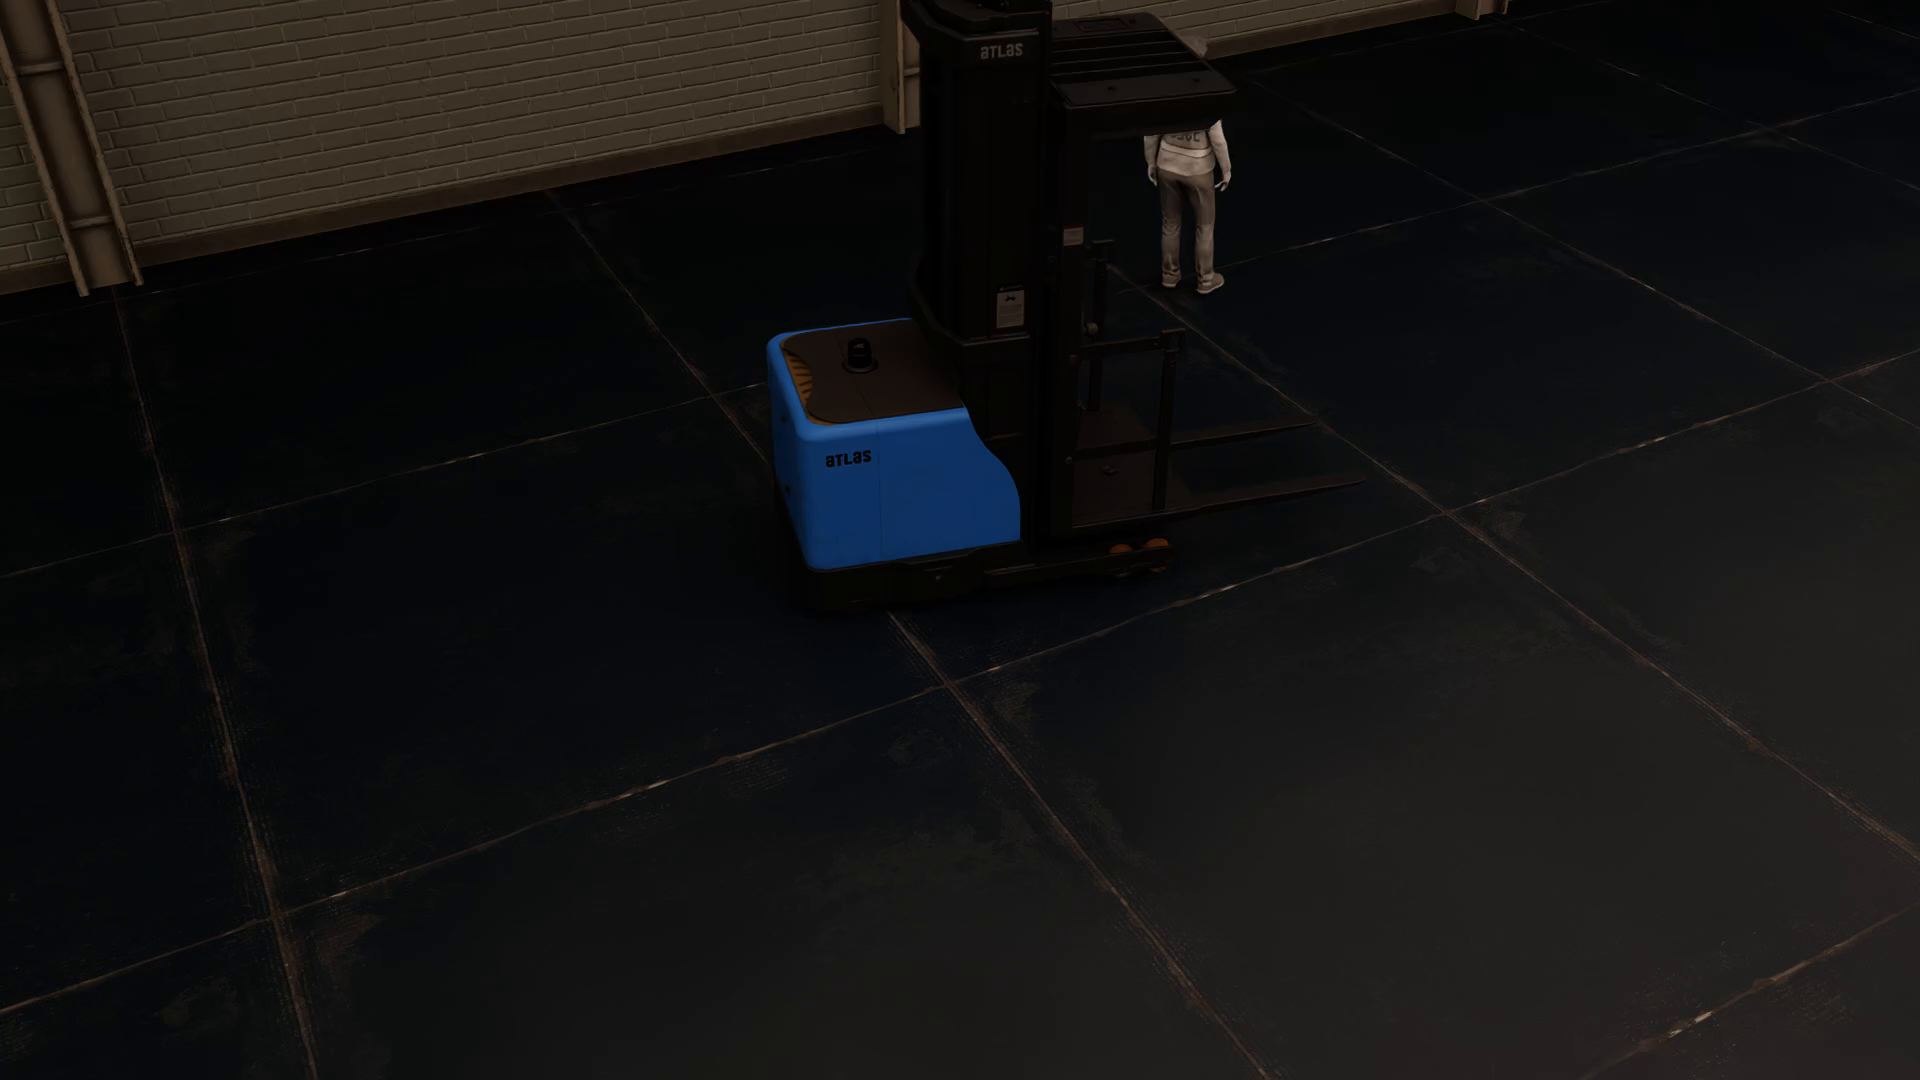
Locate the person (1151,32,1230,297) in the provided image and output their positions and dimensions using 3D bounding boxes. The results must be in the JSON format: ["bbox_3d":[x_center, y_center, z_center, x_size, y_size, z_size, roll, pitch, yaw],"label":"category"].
[{"bbox_3d":[1.485,-2.375,10.549,0.521,1.698,0.580,-21,40,-27],"label":"person"}]

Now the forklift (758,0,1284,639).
[{"bbox_3d":[0.473,-1.435,8.153,3.031,2.935,1.130,-26,43,-32],"label":"forklift"}]
